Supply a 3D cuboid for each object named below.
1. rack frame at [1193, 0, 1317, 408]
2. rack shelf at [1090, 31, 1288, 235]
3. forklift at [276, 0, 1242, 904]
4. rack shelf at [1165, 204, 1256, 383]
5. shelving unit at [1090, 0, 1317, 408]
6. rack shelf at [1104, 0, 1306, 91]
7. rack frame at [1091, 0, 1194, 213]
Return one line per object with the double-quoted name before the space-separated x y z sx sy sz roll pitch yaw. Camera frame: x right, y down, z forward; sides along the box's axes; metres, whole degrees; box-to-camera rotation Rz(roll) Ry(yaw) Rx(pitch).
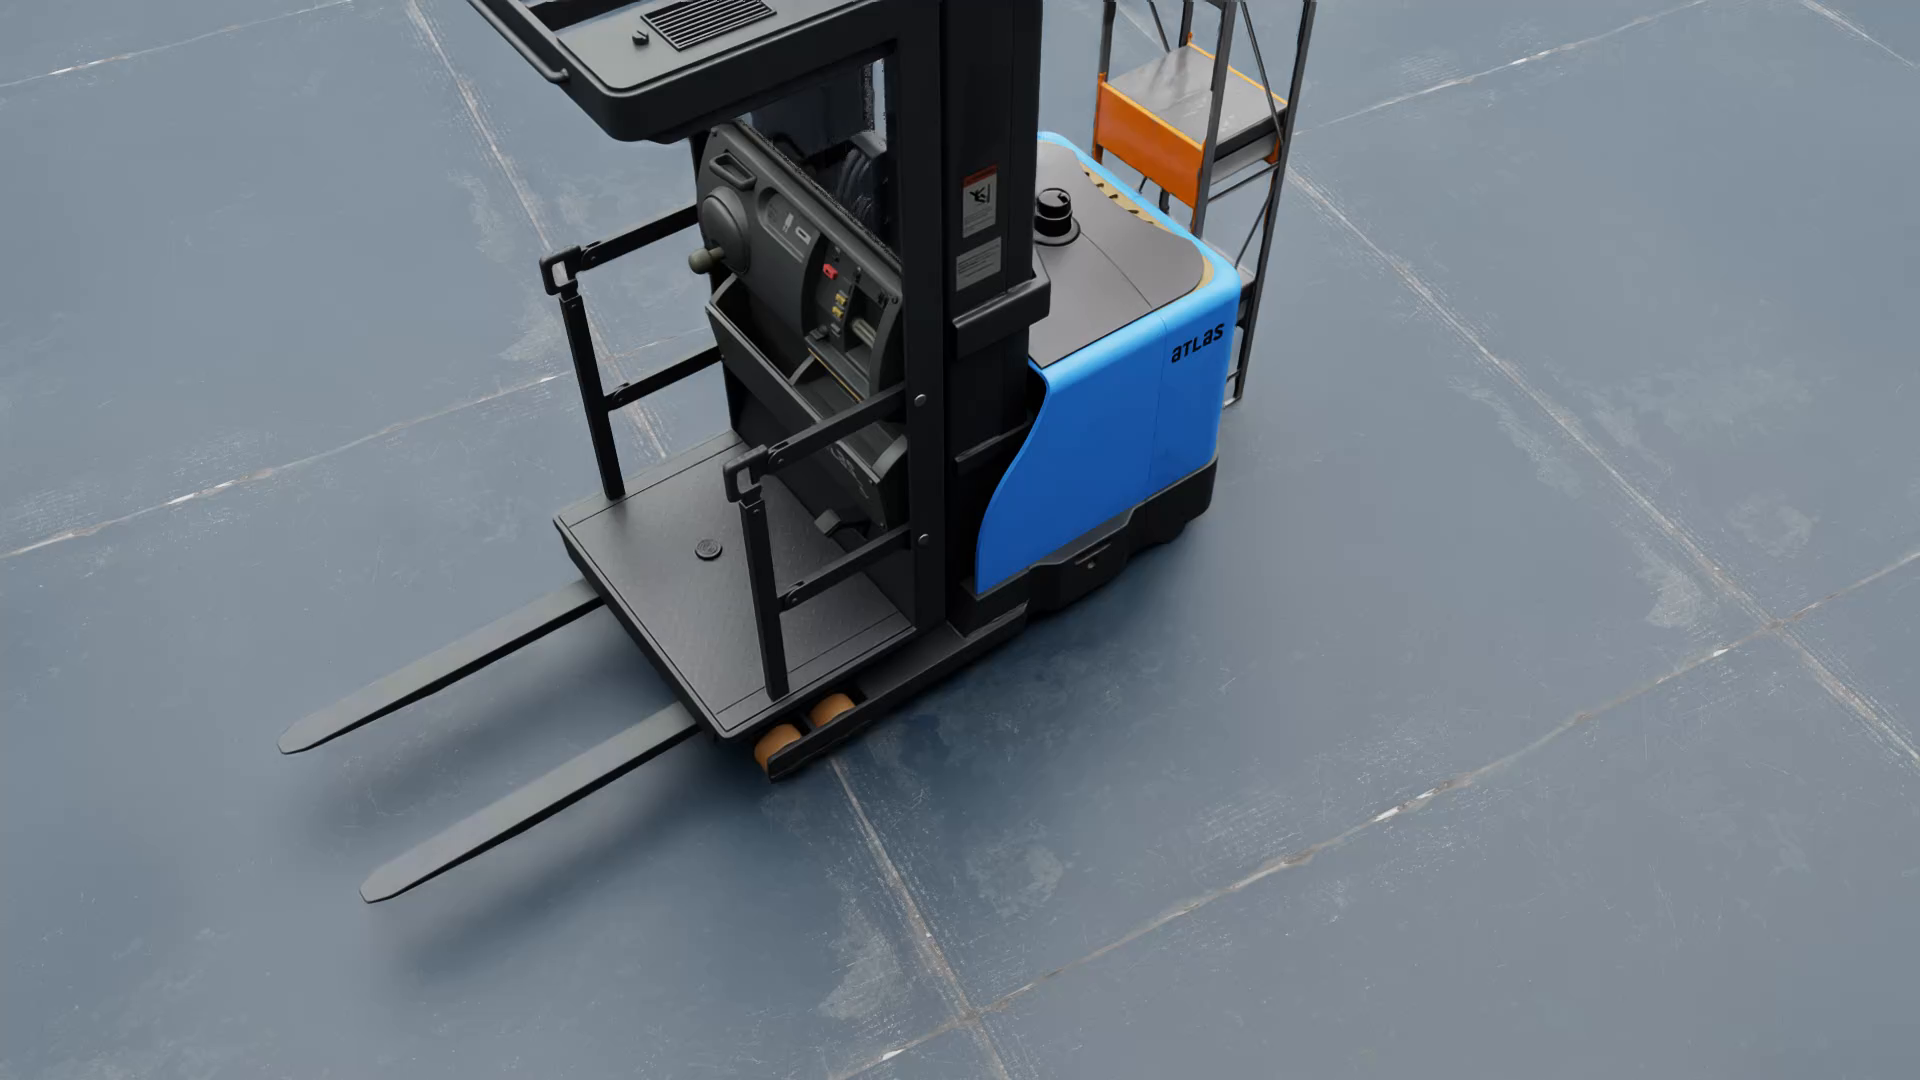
"rack frame" 0.907 -1.143 5.349 0.400 2.100 0.015 -31 56 -25
"rack shelf" 0.753 -1.276 5.484 0.431 0.518 0.480 -31 56 -25
"forklift" -0.613 -0.695 4.411 3.031 2.935 1.130 -29 55 -23
"rack shelf" 0.744 -0.810 6.006 0.431 0.518 0.480 -31 56 -25
"shelving unit" 0.753 -1.285 5.474 0.431 2.100 0.503 -31 56 -25
"rack shelf" 0.762 -1.742 4.962 0.431 0.518 0.480 -31 56 -25
"rack frame" 0.599 -1.427 5.599 0.400 2.100 0.015 -31 56 -25
